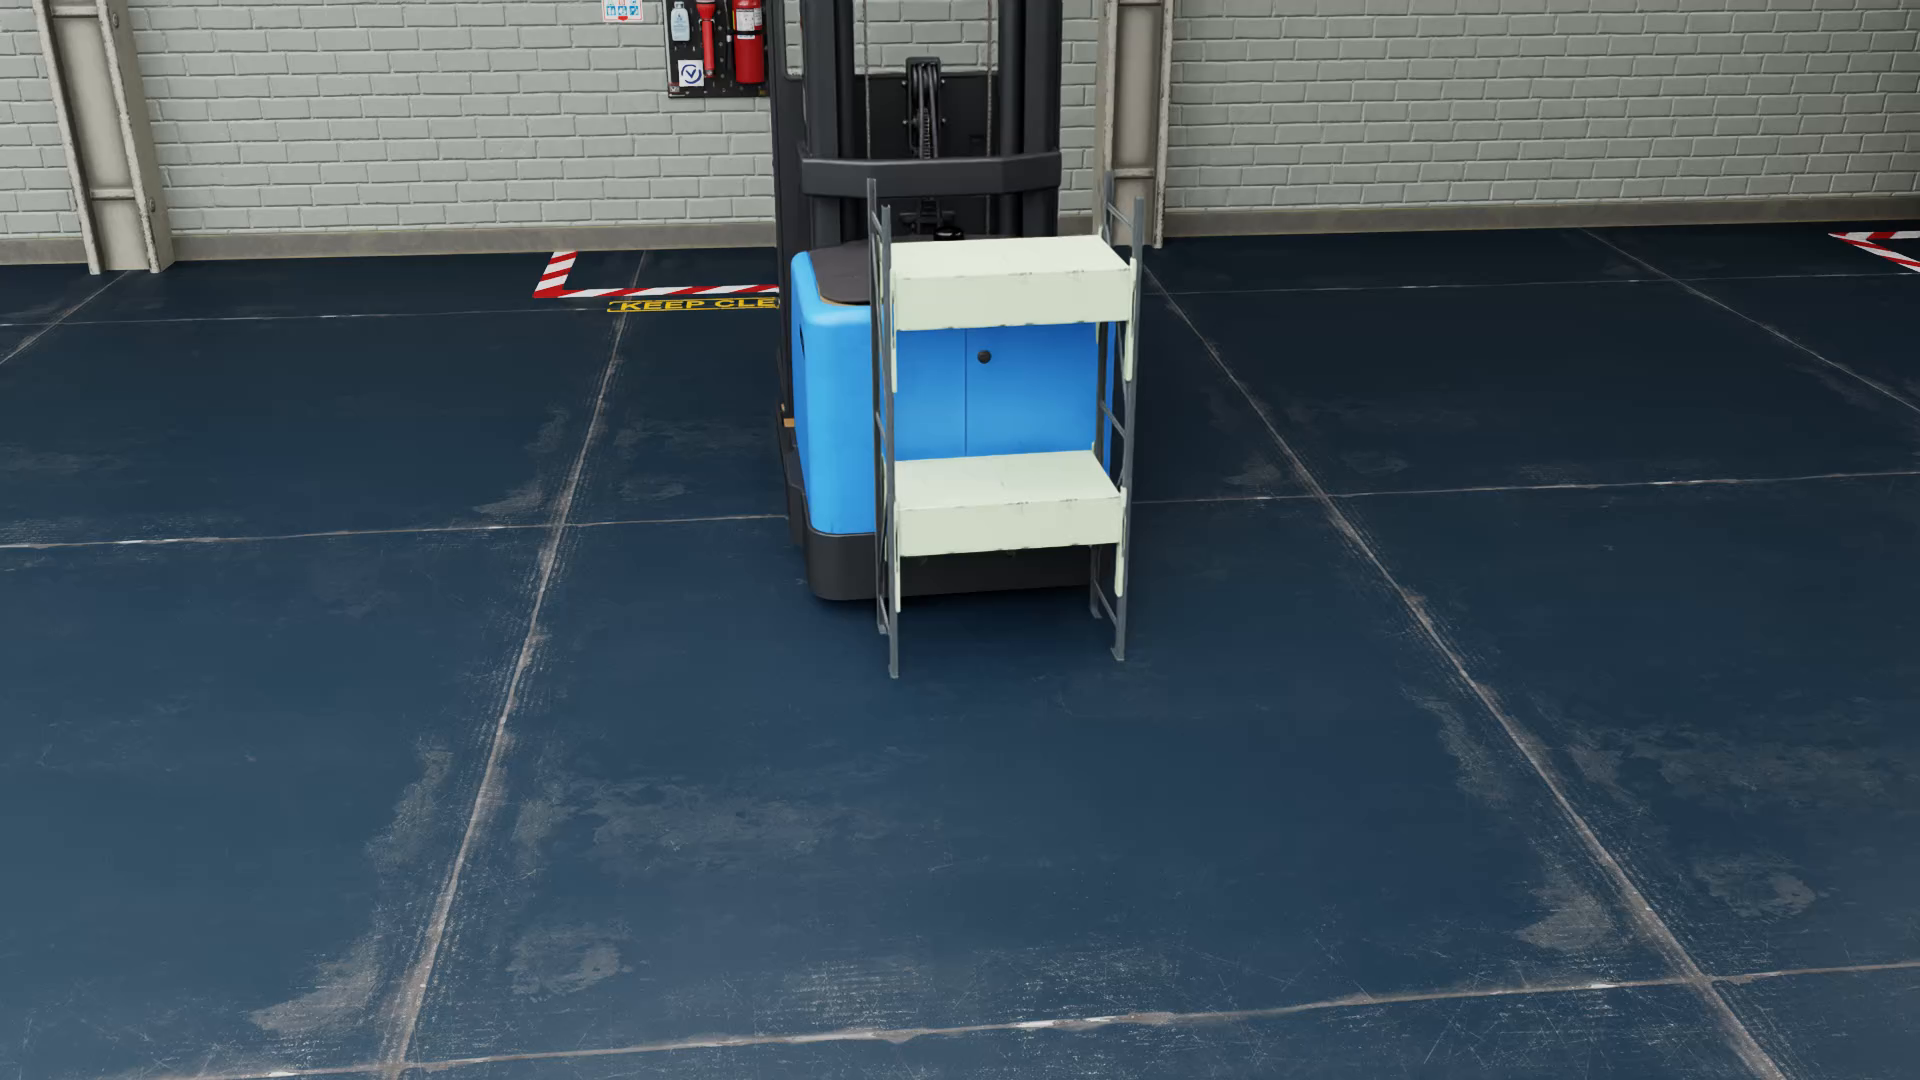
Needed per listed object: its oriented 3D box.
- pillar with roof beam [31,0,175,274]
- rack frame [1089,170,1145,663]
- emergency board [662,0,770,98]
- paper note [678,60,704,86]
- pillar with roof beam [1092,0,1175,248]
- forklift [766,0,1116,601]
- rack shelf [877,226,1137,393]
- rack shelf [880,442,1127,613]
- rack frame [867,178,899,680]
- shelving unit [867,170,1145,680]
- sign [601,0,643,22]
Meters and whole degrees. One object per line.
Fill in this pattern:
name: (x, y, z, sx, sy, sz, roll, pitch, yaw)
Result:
pillar with roof beam: (-4.501, -4.001, 4.173, 0.400, 9.000, 9.100, -2, 24, -5)
rack frame: (0.486, -0.371, 5.238, 0.023, 1.500, 0.400, -4, 24, -8)
emergency board: (-1.416, -3.156, 9.658, 0.643, 1.169, 0.194, -2, 24, -5)
paper note: (-1.599, -2.774, 9.883, 0.142, 0.148, 0.016, -2, 24, -5)
pillar with roof beam: (1.470, -4.241, 4.712, 0.400, 9.000, 9.100, -2, 24, -5)
forklift: (-0.203, -1.702, 6.471, 1.130, 2.935, 3.031, -3, 24, -8)
rack shelf: (0.125, -0.704, 5.027, 0.720, 0.370, 0.431, -4, 24, -8)
rack shelf: (0.125, -0.050, 5.317, 0.720, 0.370, 0.431, -4, 24, -8)
rack frame: (-0.237, -0.324, 5.132, 0.023, 1.500, 0.400, -4, 24, -8)
shelving unit: (0.125, -0.347, 5.185, 0.755, 1.500, 0.431, -4, 24, -8)
sign: (-1.976, -3.192, 9.695, 0.234, 0.329, 0.001, -2, 24, -5)
